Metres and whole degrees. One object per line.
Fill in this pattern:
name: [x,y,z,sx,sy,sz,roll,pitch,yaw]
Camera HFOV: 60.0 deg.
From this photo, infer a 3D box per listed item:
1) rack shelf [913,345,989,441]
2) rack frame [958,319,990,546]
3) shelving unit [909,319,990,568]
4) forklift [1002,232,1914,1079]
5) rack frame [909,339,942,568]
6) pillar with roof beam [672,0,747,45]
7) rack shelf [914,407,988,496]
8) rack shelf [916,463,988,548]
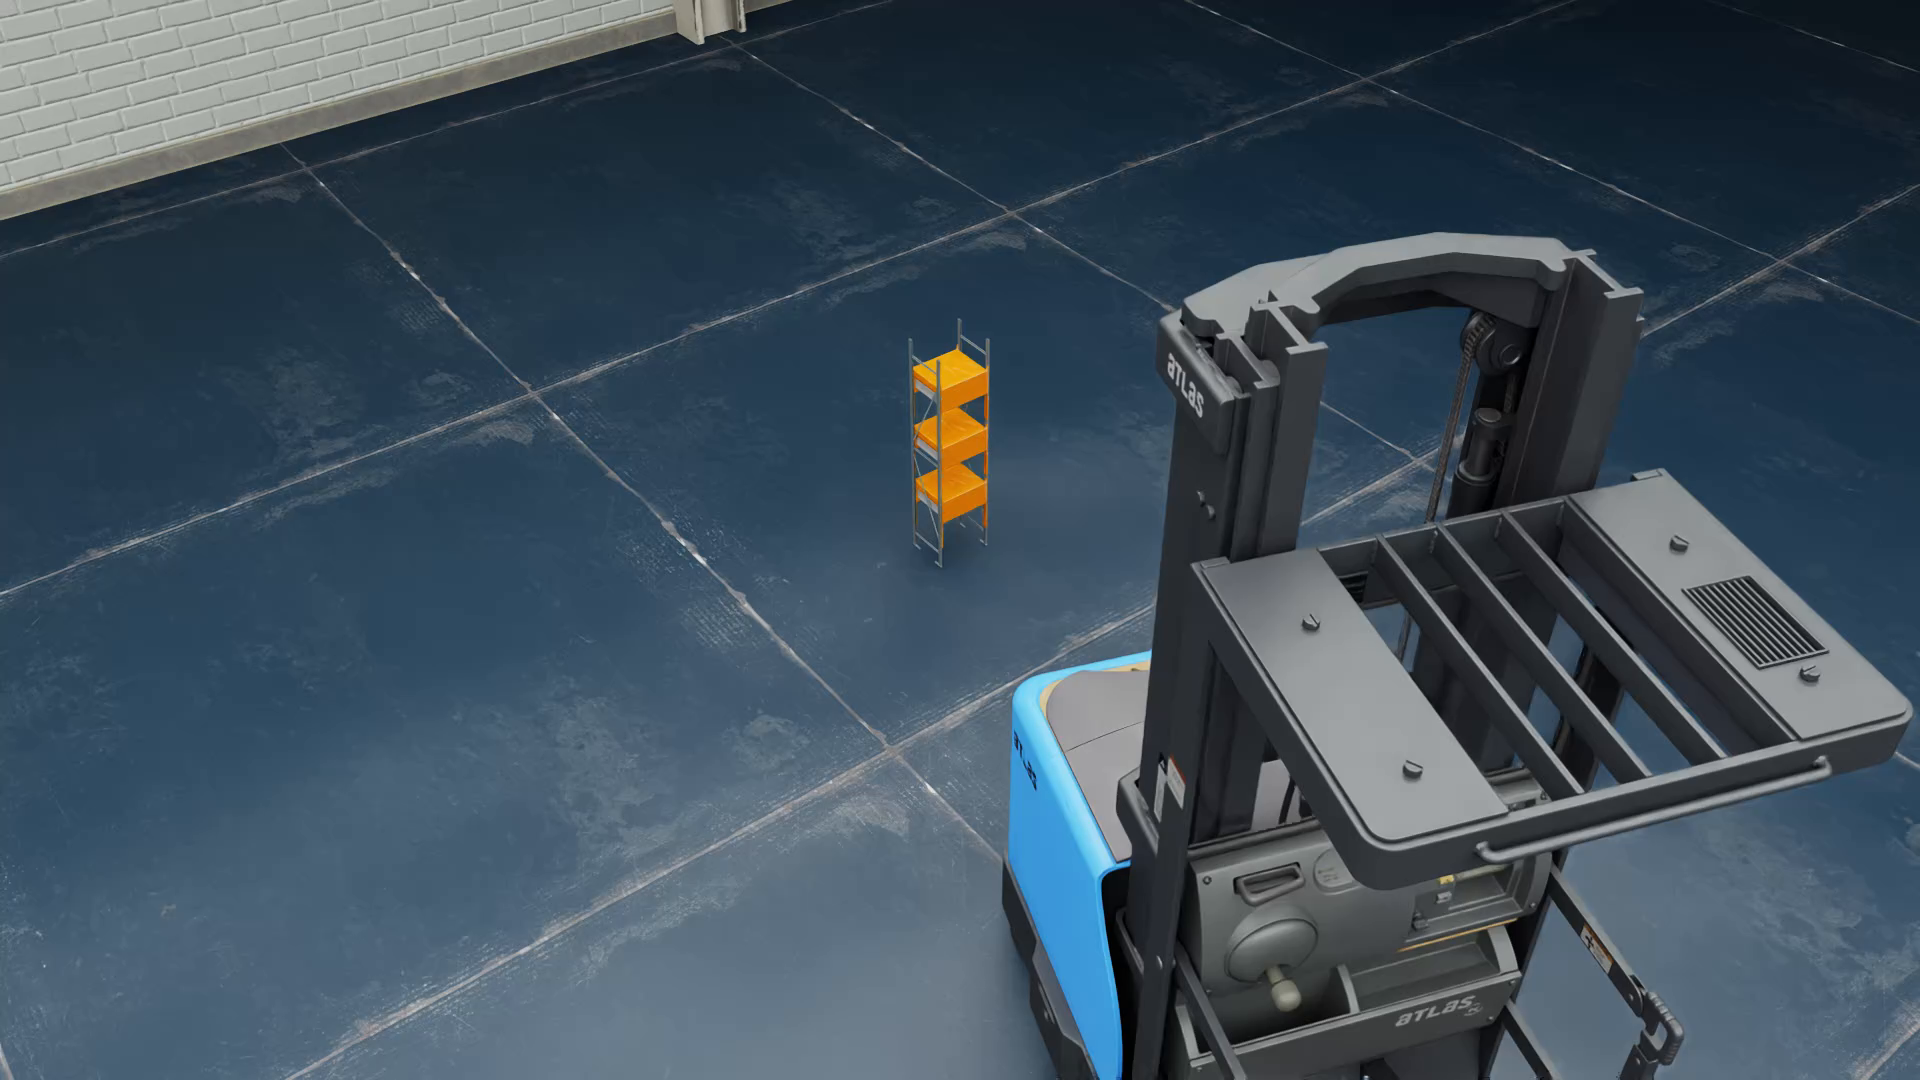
rack shelf: [-0.042,-0.596,6.719,0.240,0.259,0.215,-26,46,-28]
rack frame: [0.054,-0.432,6.949,0.008,1.050,0.200,-26,46,-28]
shelving unit: [-0.042,-0.385,6.892,0.252,1.050,0.215,-26,46,-28]
forklift: [1.059,0.925,3.811,1.130,2.935,3.031,-11,41,-13]
rack frame: [-0.139,-0.338,6.834,0.008,1.050,0.200,-26,46,-28]
pillar with roof beam: [0.892,-4.858,6.077,0.400,9.000,9.100,-26,46,-28]
rack shelf: [-0.042,-0.377,6.899,0.240,0.259,0.215,-26,46,-28]
rack shelf: [-0.042,-0.162,7.075,0.240,0.259,0.215,-26,46,-28]
